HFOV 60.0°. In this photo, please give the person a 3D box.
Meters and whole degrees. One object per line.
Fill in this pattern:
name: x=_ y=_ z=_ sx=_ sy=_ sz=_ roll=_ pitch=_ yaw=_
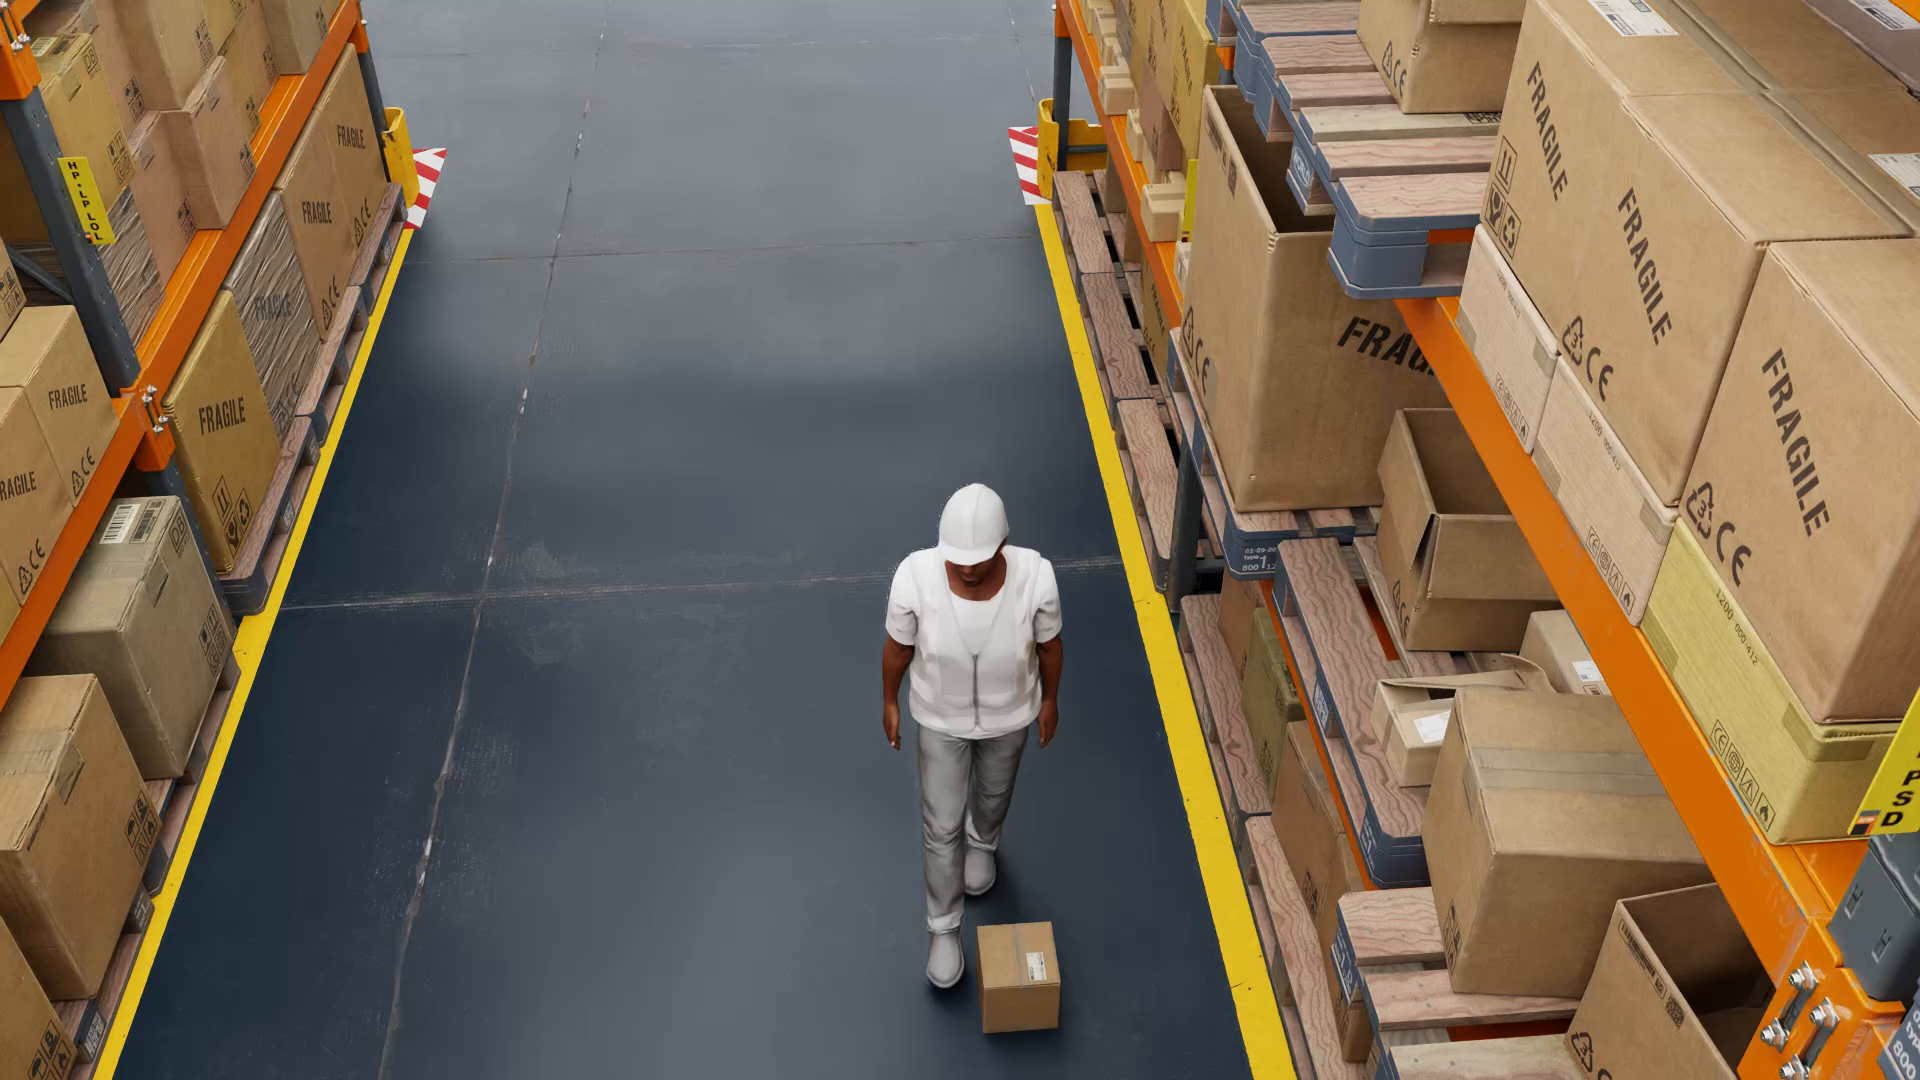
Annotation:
person: x=0.051 y=0.633 z=5.334 sx=0.593 sy=1.752 sz=0.748 roll=-3 pitch=39 yaw=-3
